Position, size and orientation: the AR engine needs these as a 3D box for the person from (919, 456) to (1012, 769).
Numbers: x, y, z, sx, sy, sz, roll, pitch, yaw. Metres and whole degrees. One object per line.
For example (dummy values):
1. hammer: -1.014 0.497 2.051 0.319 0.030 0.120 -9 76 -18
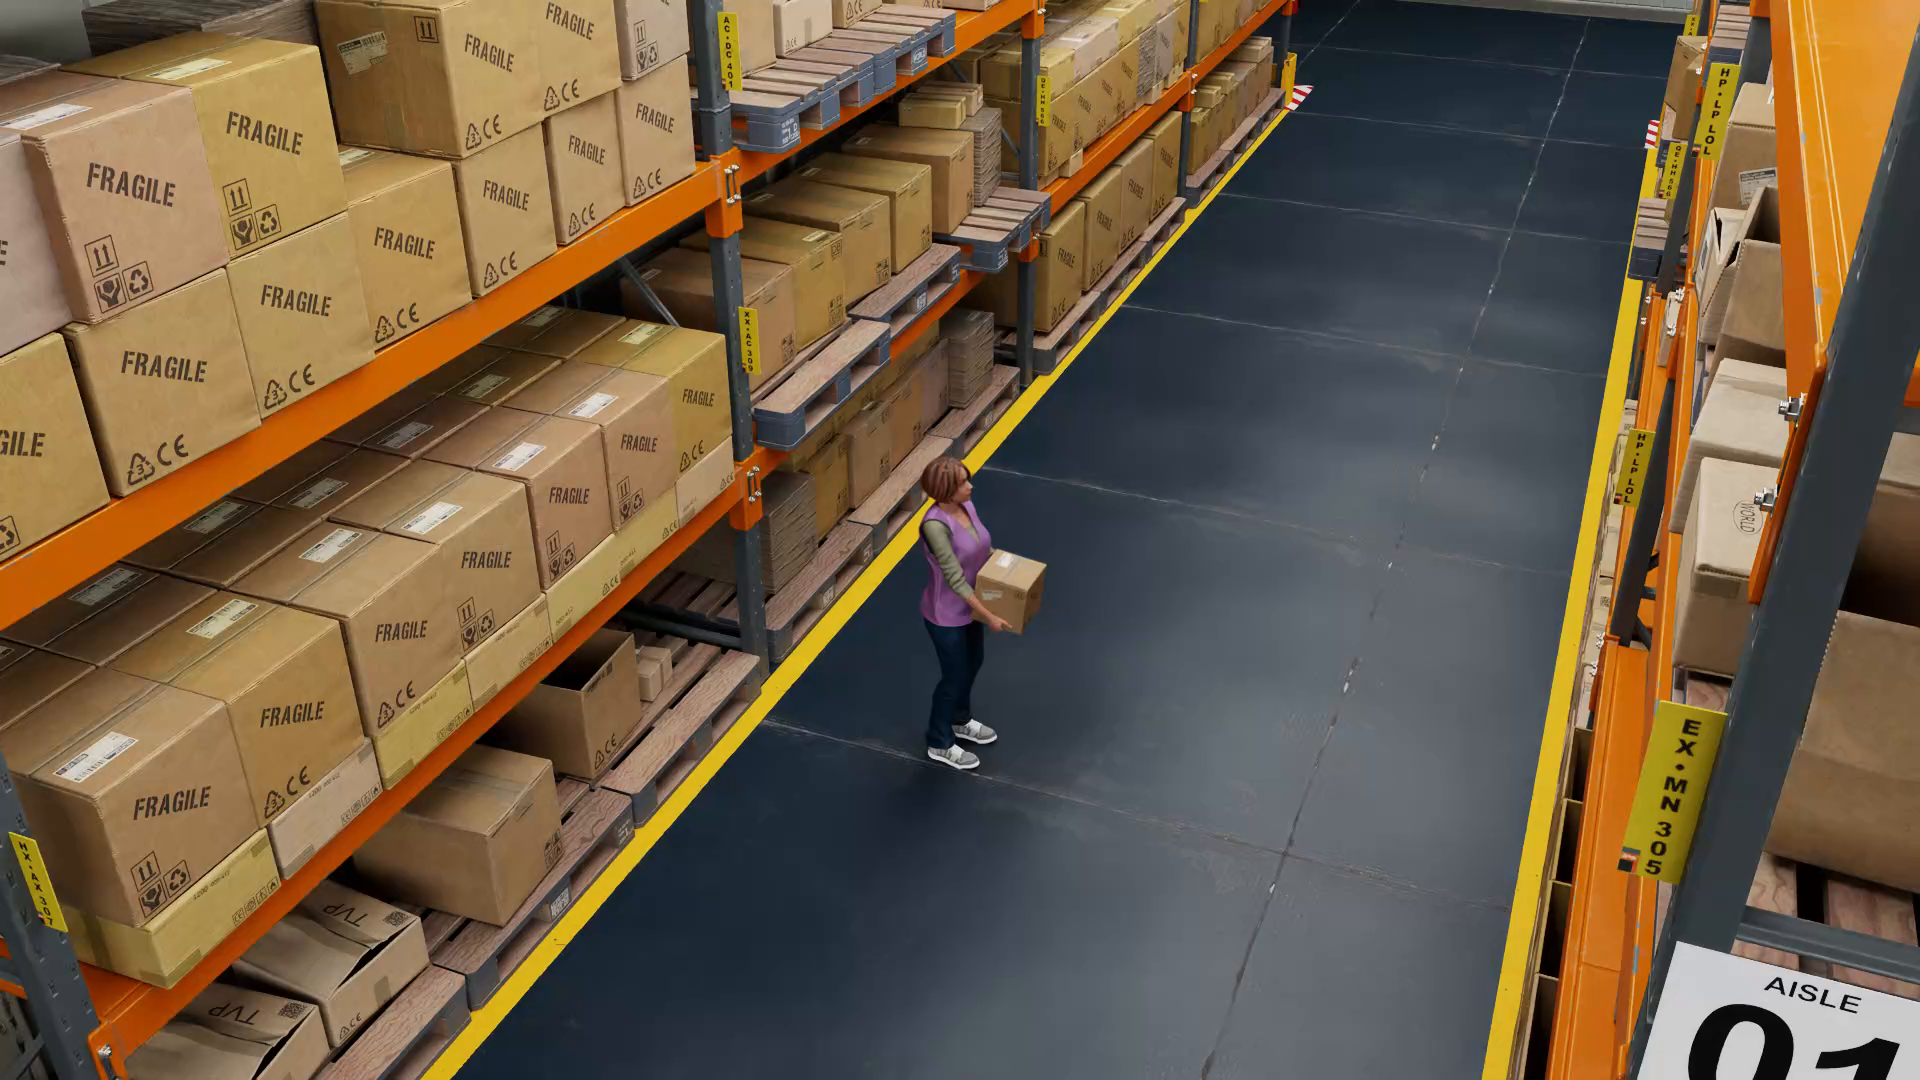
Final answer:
1. person: 0.061 0.351 7.794 0.500 1.590 0.405 12 32 20
